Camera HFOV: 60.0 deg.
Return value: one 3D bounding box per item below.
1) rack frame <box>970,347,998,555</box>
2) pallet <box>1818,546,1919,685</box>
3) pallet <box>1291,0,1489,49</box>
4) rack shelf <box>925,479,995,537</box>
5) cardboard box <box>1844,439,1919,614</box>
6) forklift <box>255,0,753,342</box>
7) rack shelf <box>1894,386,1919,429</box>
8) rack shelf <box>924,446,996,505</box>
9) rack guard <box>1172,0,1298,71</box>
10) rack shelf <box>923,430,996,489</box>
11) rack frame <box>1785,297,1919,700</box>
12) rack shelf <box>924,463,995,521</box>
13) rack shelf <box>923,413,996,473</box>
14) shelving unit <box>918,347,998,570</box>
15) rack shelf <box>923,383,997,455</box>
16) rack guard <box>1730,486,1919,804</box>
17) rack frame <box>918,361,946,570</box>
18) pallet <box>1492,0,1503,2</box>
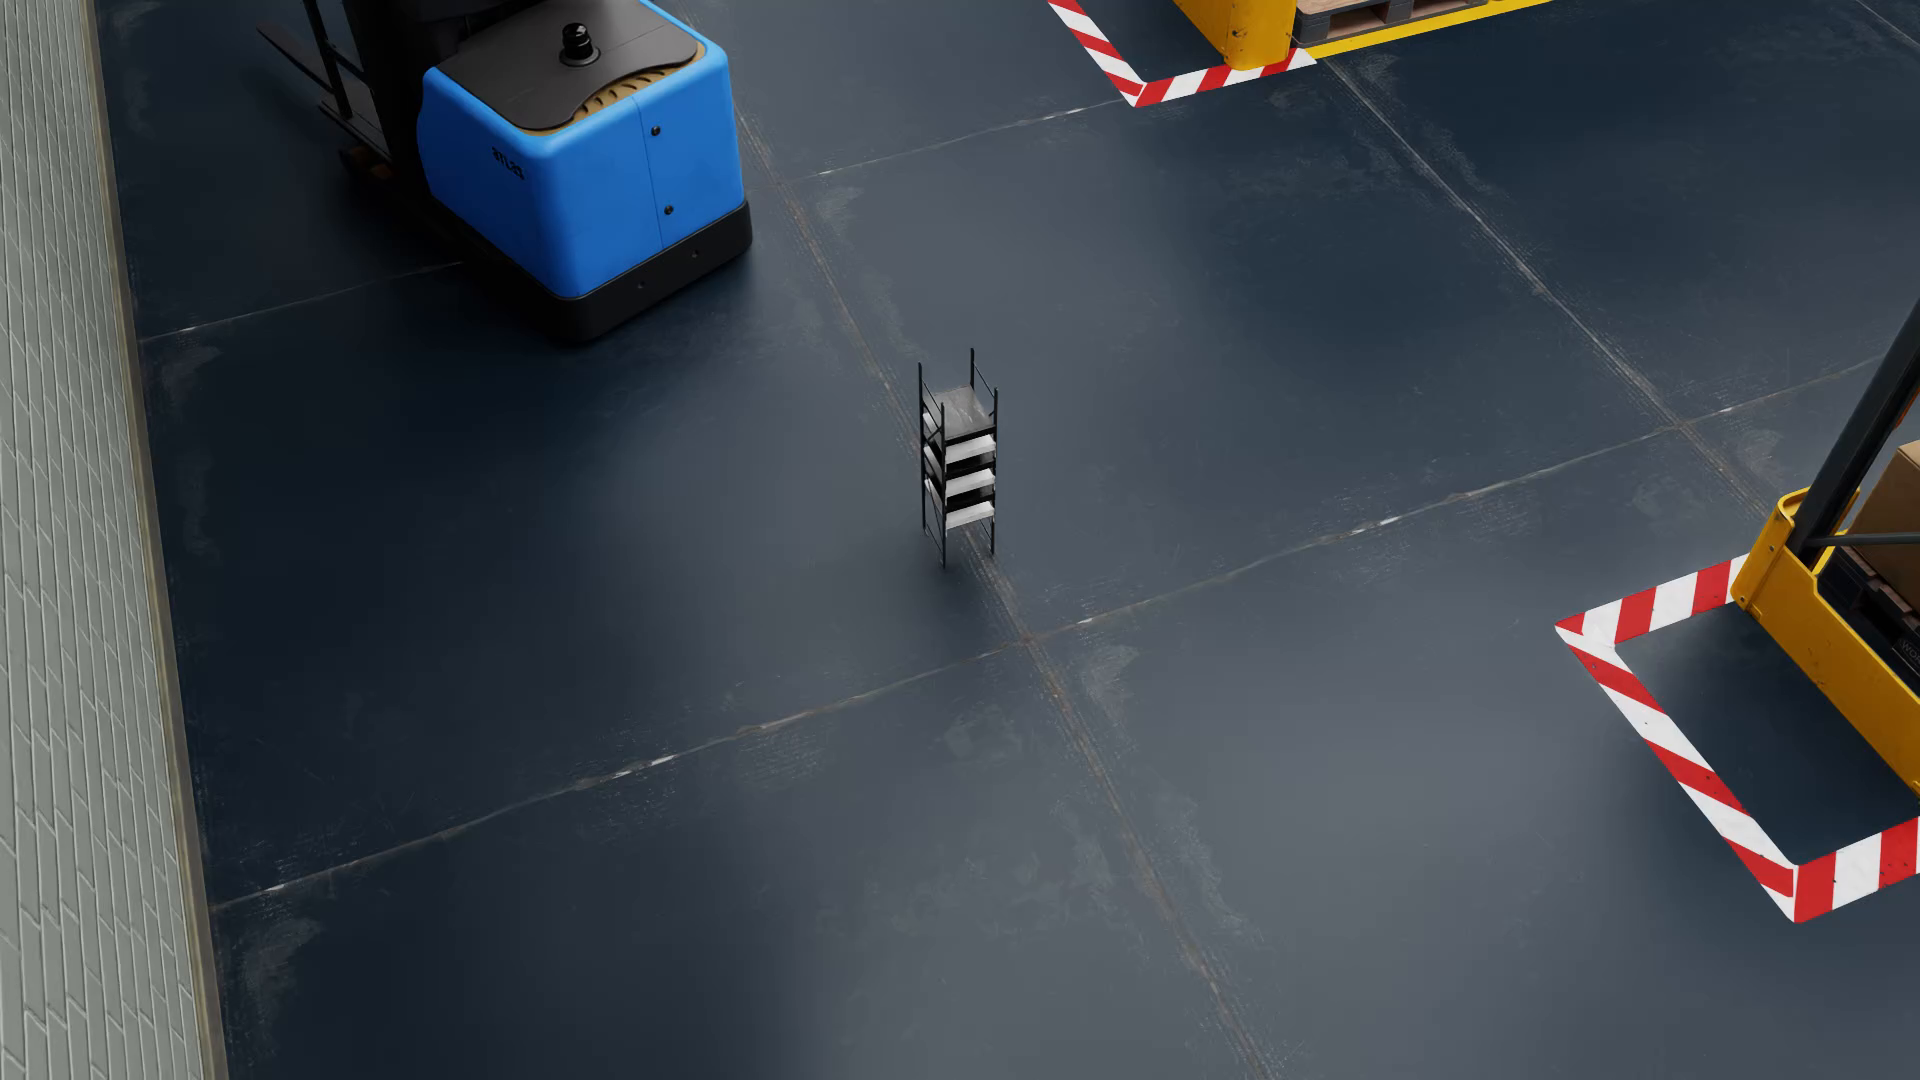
[{"bbox_3d":[0.087,-0.320,6.272,0.006,0.900,0.240,-17,52,-14],"label":"rack frame"},{"bbox_3d":[4.069,0.246,6.240,1.213,0.211,1.003,-17,52,-14],"label":"pallet"},{"bbox_3d":[2.169,-3.192,9.193,1.213,0.211,1.003,-17,52,-14],"label":"pallet"},{"bbox_3d":[-0.008,-0.152,6.409,0.200,0.077,0.258,-17,52,-14],"label":"rack shelf"},{"bbox_3d":[3.671,-0.069,6.030,0.500,0.500,0.500,-17,52,-14],"label":"cardboard box"},{"bbox_3d":[-2.347,-2.836,7.094,1.130,2.935,3.031,-37,58,-27],"label":"forklift"},{"bbox_3d":[5.112,-0.750,5.732,4.000,0.370,1.077,-17,52,-14],"label":"rack shelf"},{"bbox_3d":[-0.008,-0.269,6.273,0.200,0.077,0.258,-17,52,-14],"label":"rack shelf"},{"bbox_3d":[1.374,-3.061,8.890,0.348,0.500,1.175,-17,52,-14],"label":"rack guard"},{"bbox_3d":[-0.008,-0.328,6.204,0.200,0.077,0.258,-17,52,-14],"label":"rack shelf"},{"bbox_3d":[3.261,-0.411,4.966,0.127,3.000,1.000,-17,52,-14],"label":"rack frame"},{"bbox_3d":[-0.008,-0.211,6.341,0.200,0.077,0.258,-17,52,-14],"label":"rack shelf"},{"bbox_3d":[-0.008,-0.386,6.136,0.200,0.077,0.258,-17,52,-14],"label":"rack shelf"},{"bbox_3d":[-0.008,-0.291,6.247,0.210,0.900,0.258,-17,52,-14],"label":"shelving unit"},{"bbox_3d":[-0.008,-0.445,6.068,0.200,0.077,0.258,-17,52,-14],"label":"rack shelf"},{"bbox_3d":[3.331,0.382,5.933,0.348,0.500,1.175,-17,52,-14],"label":"rack guard"},{"bbox_3d":[-0.102,-0.262,6.222,0.006,0.900,0.240,-17,52,-14],"label":"rack frame"},{"bbox_3d":[3.297,-3.539,9.491,1.213,0.211,1.003,-17,52,-14],"label":"pallet"}]
